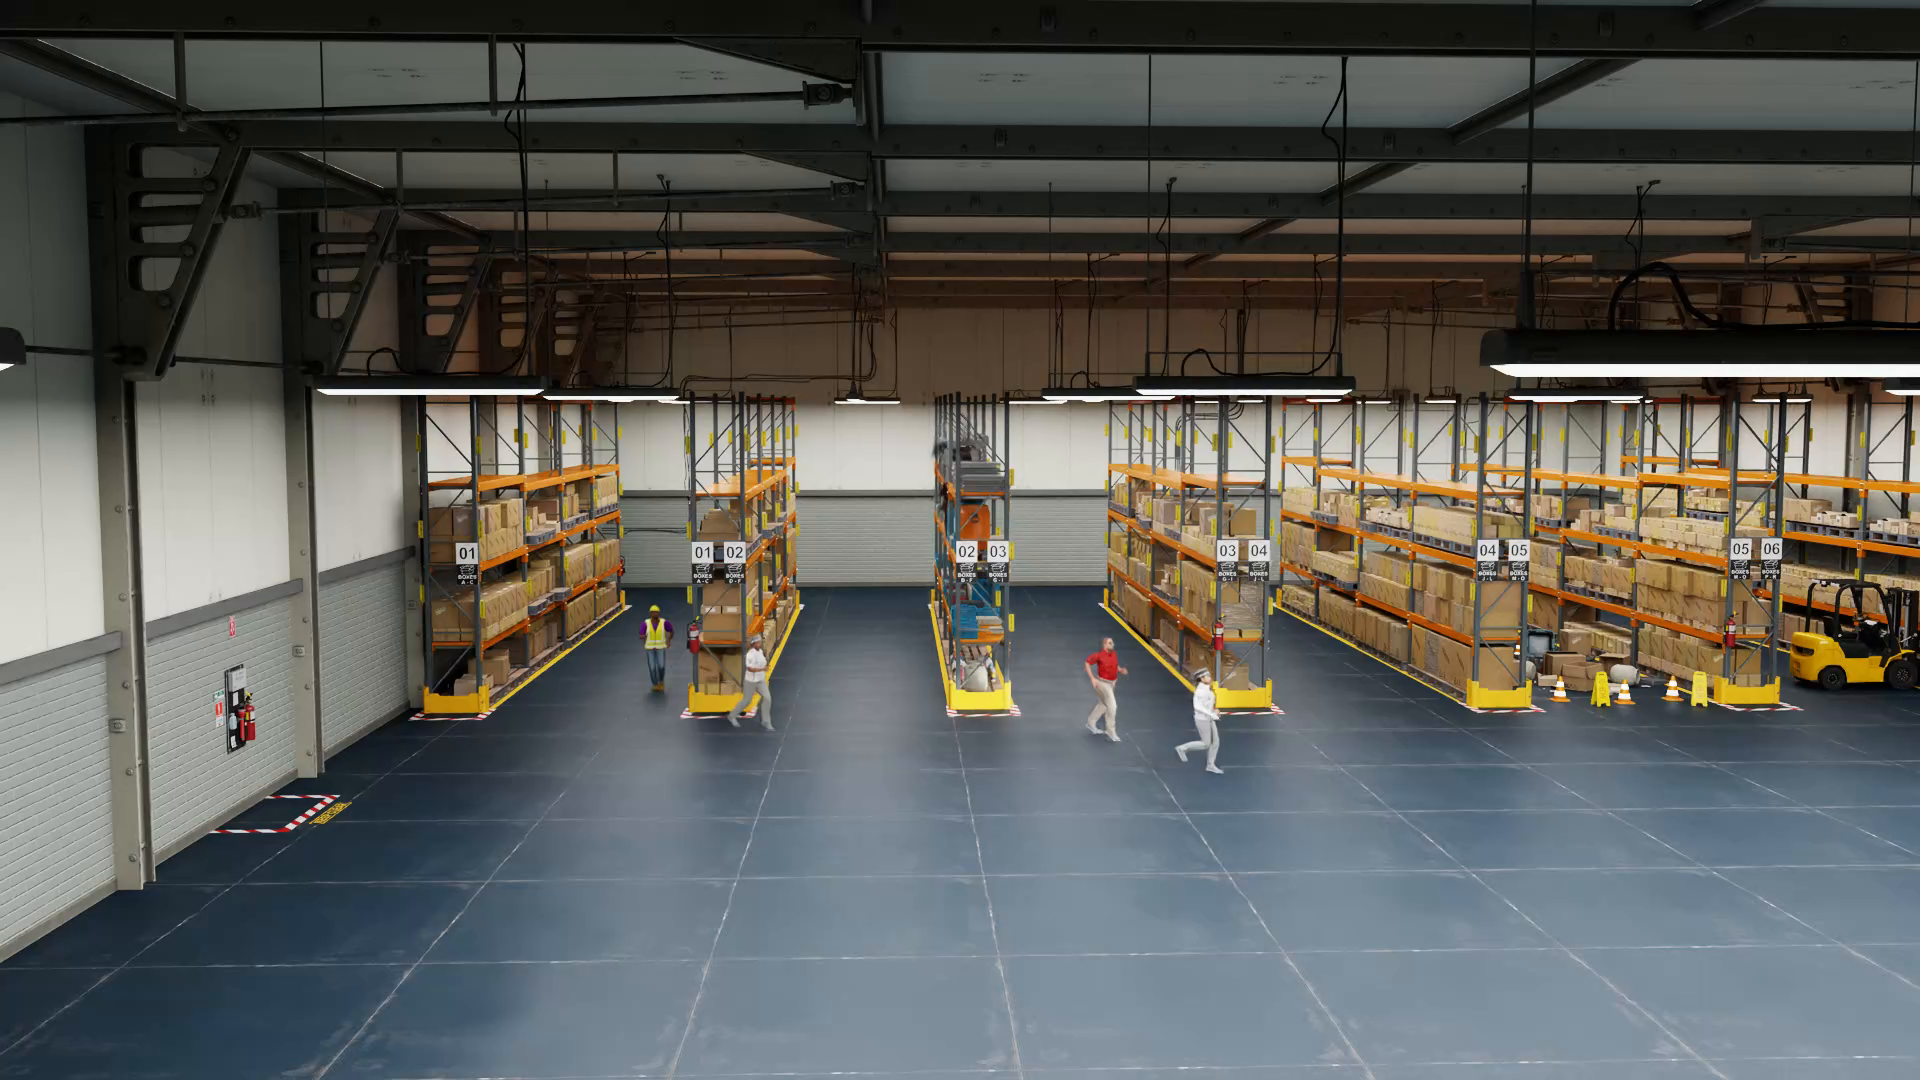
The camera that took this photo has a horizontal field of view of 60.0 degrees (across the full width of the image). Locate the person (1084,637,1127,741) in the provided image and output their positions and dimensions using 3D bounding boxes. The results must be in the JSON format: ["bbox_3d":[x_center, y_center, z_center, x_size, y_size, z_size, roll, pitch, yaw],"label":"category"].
[{"bbox_3d":[2.511,2.569,28.812,0.816,1.787,0.645,3,5,33],"label":"person"}]

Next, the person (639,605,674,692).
[{"bbox_3d":[-6.079,2.187,33.250,0.680,1.750,0.626,-1,5,-7],"label":"person"}]

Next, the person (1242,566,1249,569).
[{"bbox_3d":[7.893,1.087,47.295,0.841,1.710,0.645,1,5,10],"label":"person"}]

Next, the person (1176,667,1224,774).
[{"bbox_3d":[3.777,2.816,26.079,0.747,1.682,0.617,1,5,18],"label":"person"}]

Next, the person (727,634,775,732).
[{"bbox_3d":[-3.677,2.523,29.477,0.896,1.747,0.588,3,5,29],"label":"person"}]
